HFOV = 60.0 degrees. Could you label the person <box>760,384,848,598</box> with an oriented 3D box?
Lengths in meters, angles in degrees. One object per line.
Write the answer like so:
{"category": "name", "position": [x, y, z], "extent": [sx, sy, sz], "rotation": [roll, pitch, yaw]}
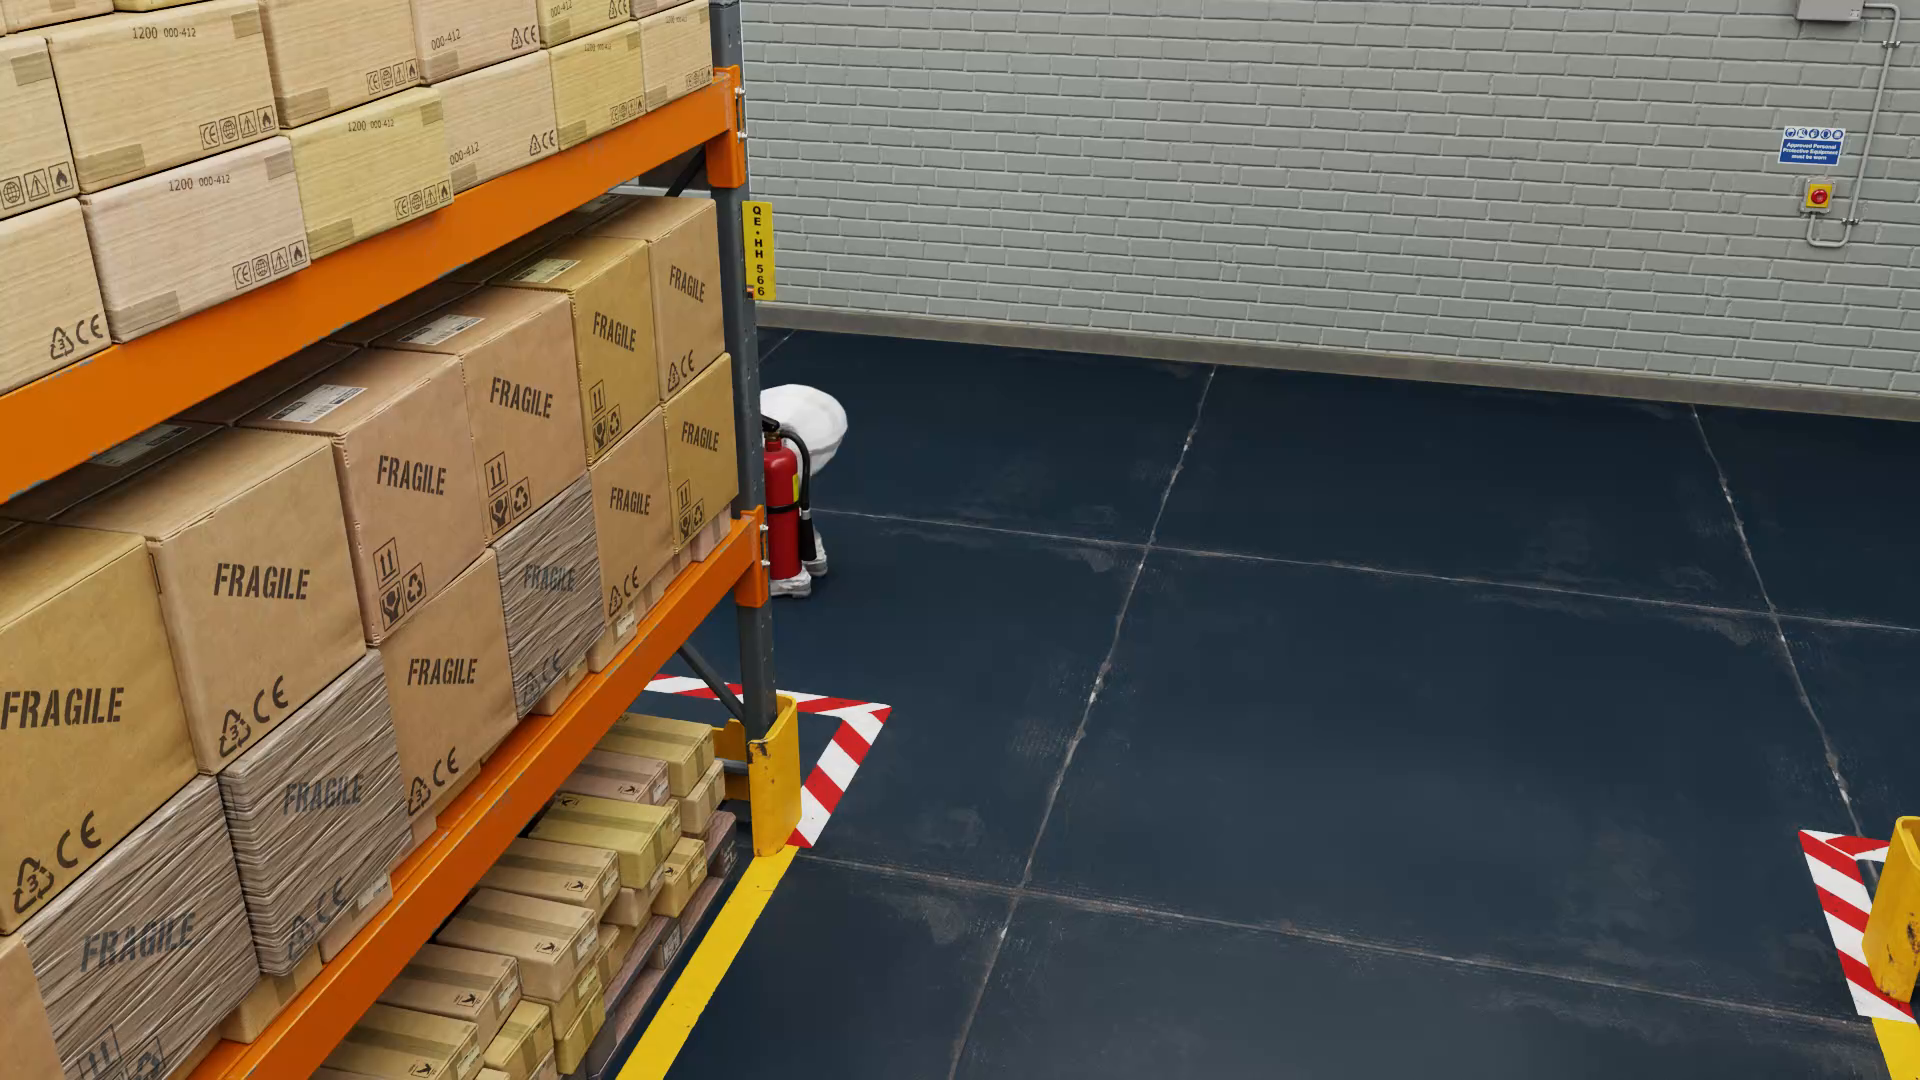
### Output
{"category": "person", "position": [-1.014, -0.264, 8.054], "extent": [0.952, 1.010, 0.526], "rotation": [5, 26, 11]}
